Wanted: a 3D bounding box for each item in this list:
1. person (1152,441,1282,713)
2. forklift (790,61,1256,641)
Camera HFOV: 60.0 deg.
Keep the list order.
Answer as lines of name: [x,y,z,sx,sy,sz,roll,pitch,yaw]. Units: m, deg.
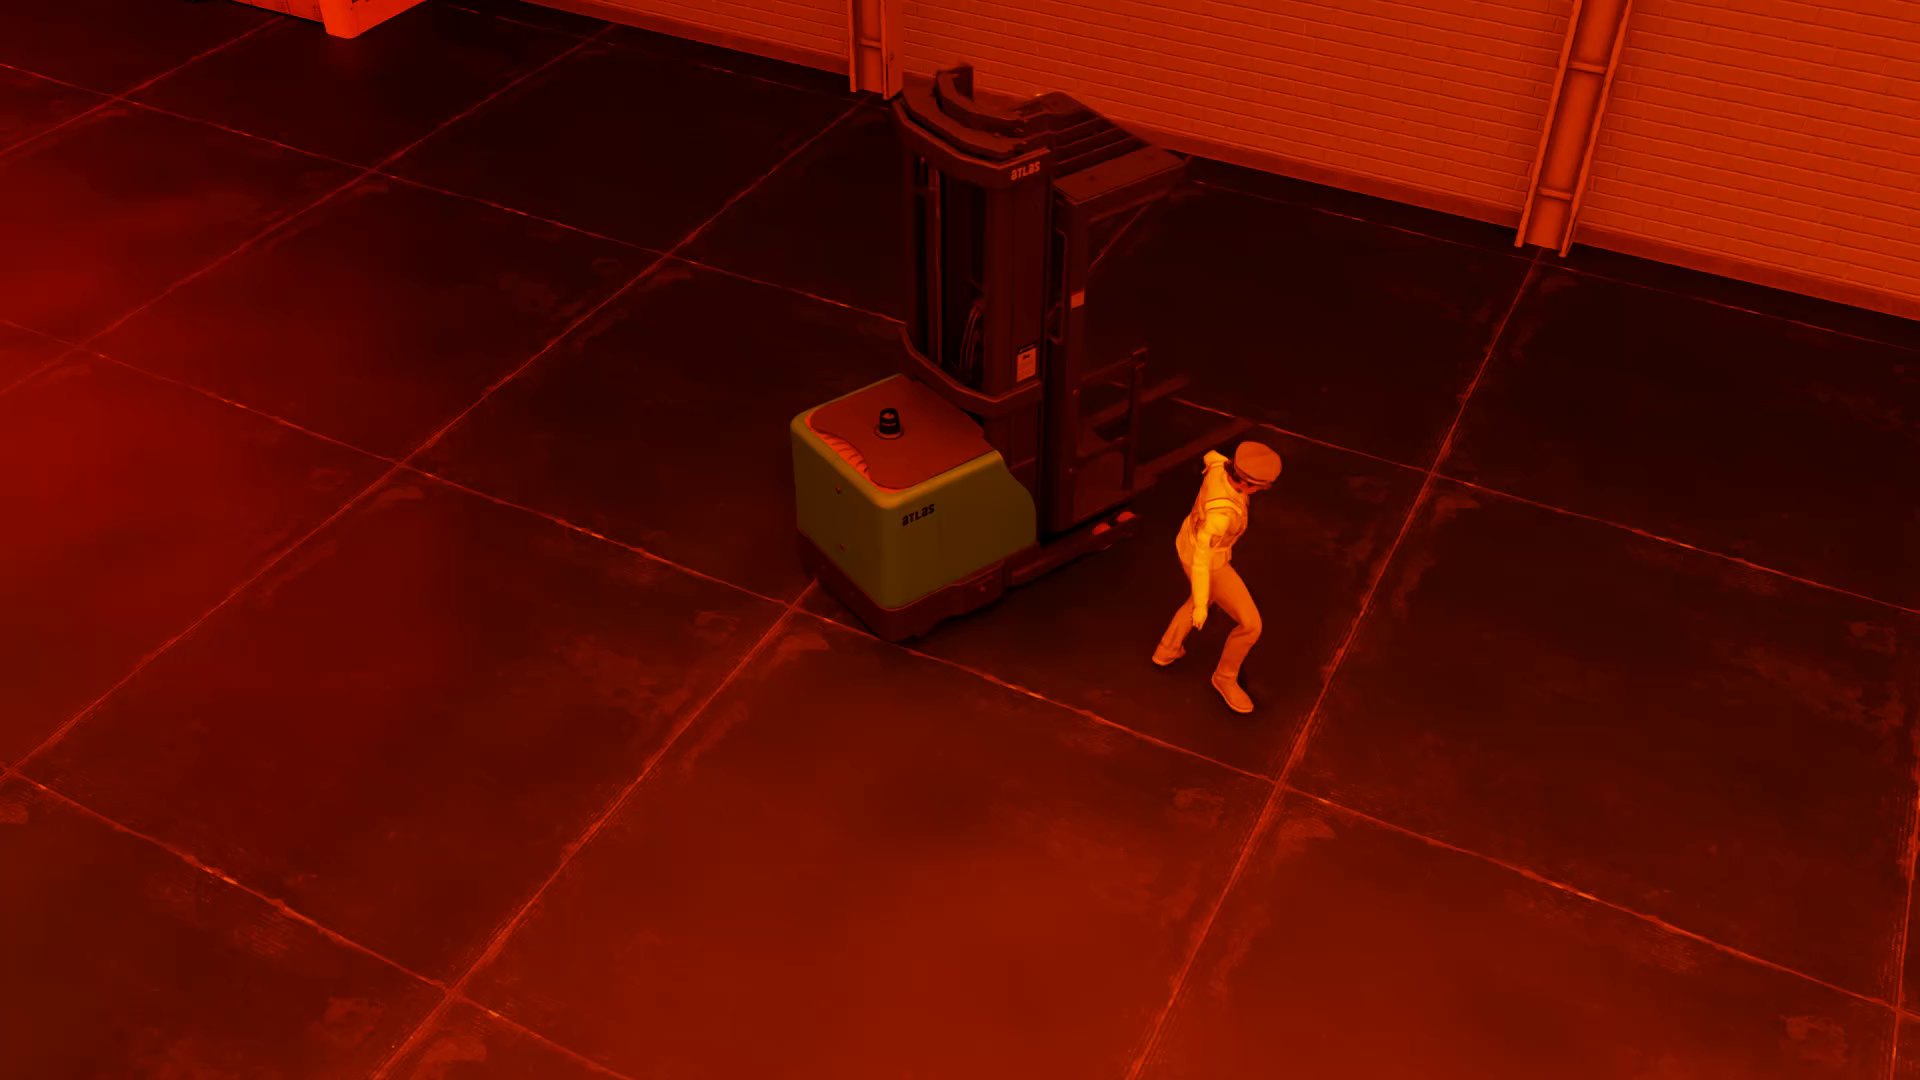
person: [1.360,0.070,9.015,0.544,1.604,1.060,1,40,1]
forklift: [0.509,-1.310,9.541,3.031,2.935,1.130,-25,46,-27]
